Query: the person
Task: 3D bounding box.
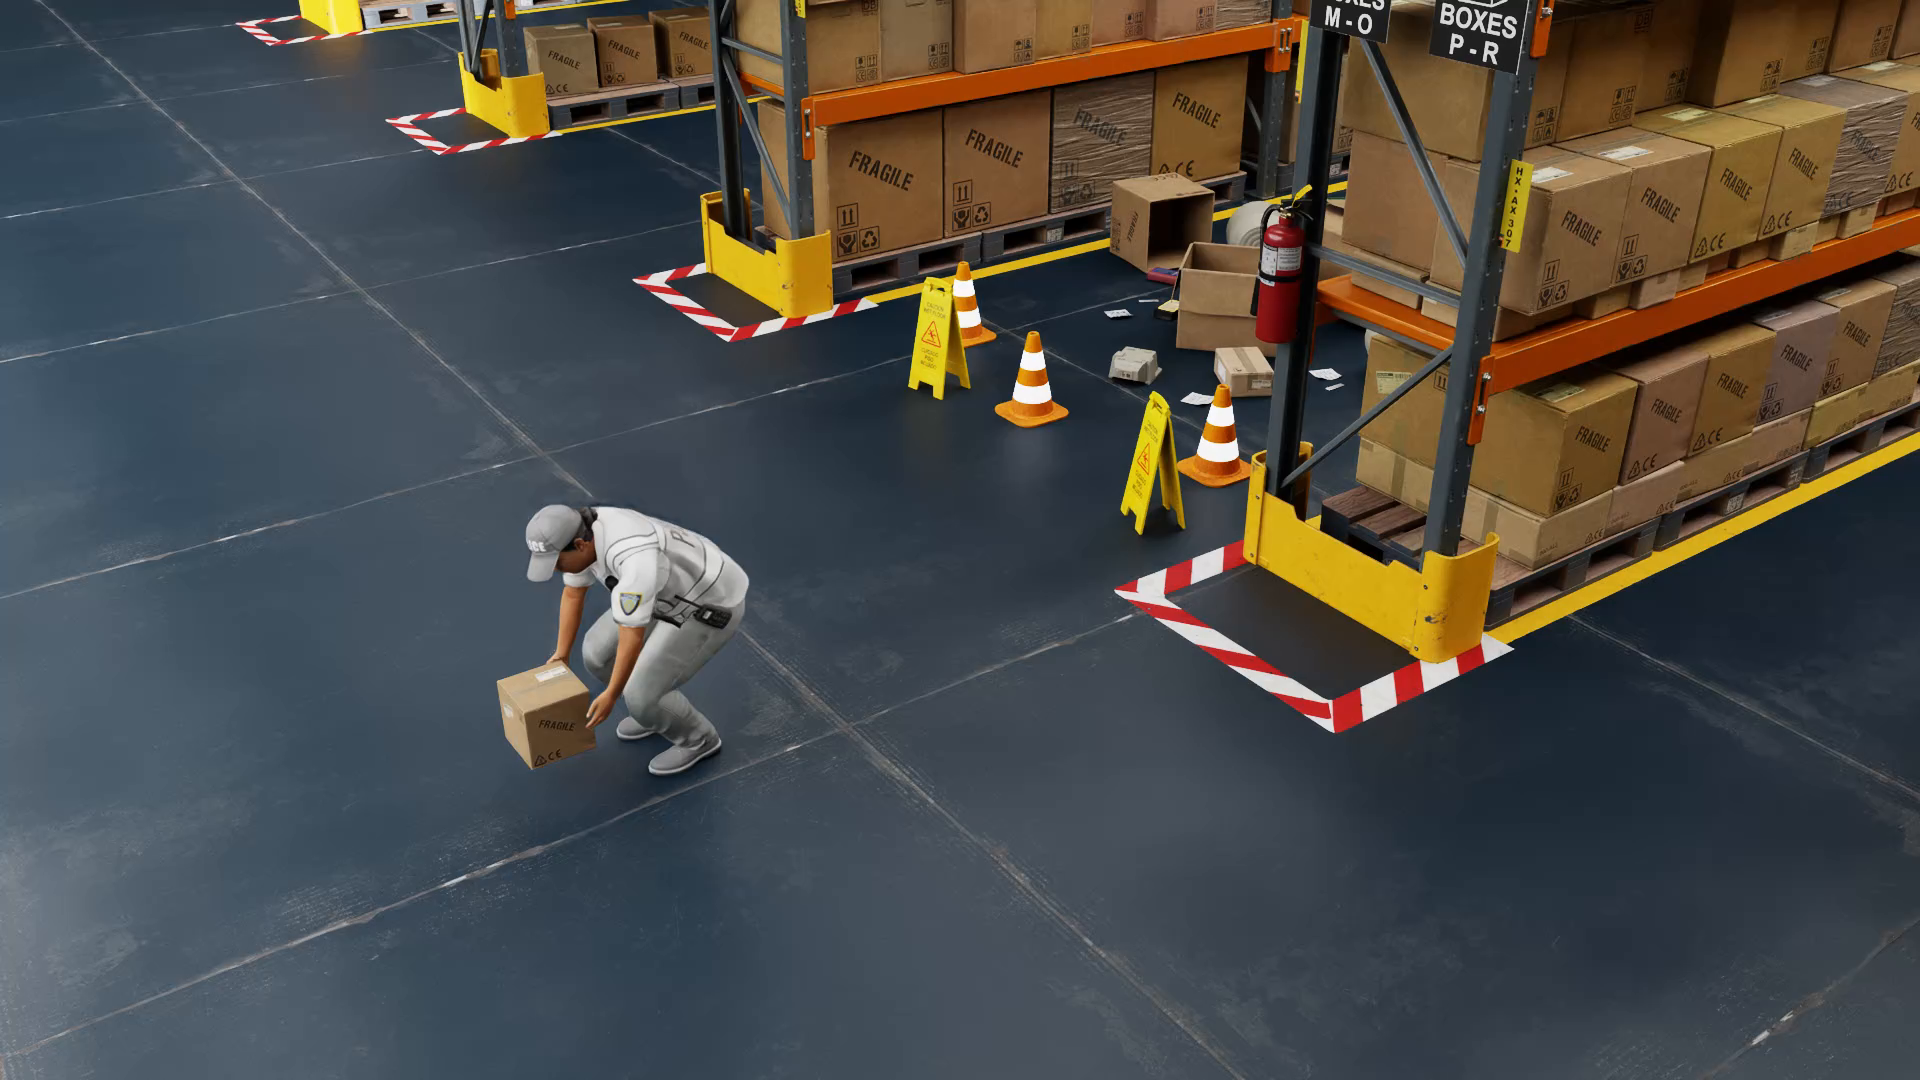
[{"bbox_3d":[-1.163,0.311,6.089,0.817,1.158,0.541,-19,34,-31],"label":"person"}]
